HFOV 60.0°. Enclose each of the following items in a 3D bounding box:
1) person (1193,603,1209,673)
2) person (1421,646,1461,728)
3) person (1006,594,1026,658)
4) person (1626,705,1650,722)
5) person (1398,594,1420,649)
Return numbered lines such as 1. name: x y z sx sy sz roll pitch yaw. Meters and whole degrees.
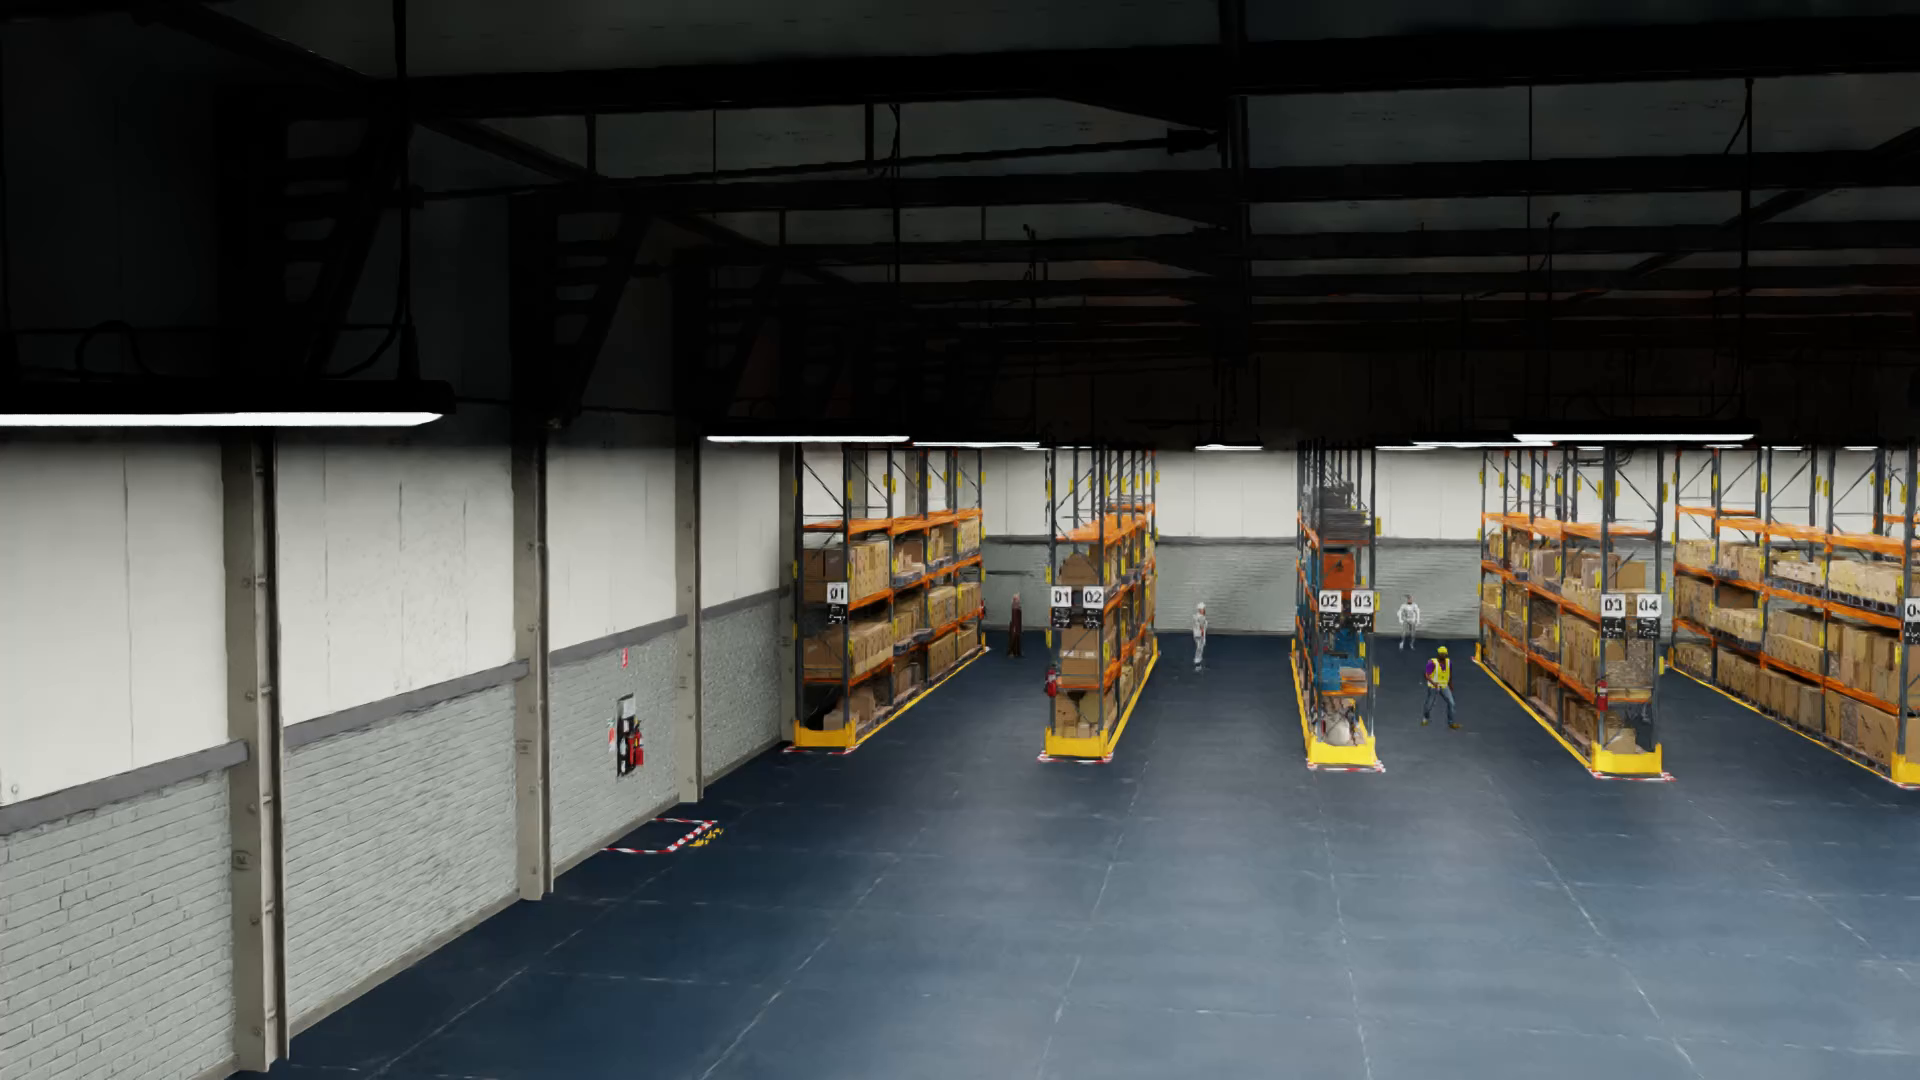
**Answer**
1. person: 6.277 2.526 43.133 0.468 1.794 0.625 0 3 -7
2. person: 9.945 3.039 34.548 0.700 1.705 0.840 0 3 -7
3. person: 1.553 2.381 46.229 0.545 1.774 0.751 0 3 4
4. person: 14.361 3.038 35.325 0.495 1.589 1.067 1 3 12
5. person: 13.031 2.363 48.273 0.639 1.632 0.512 0 3 8
